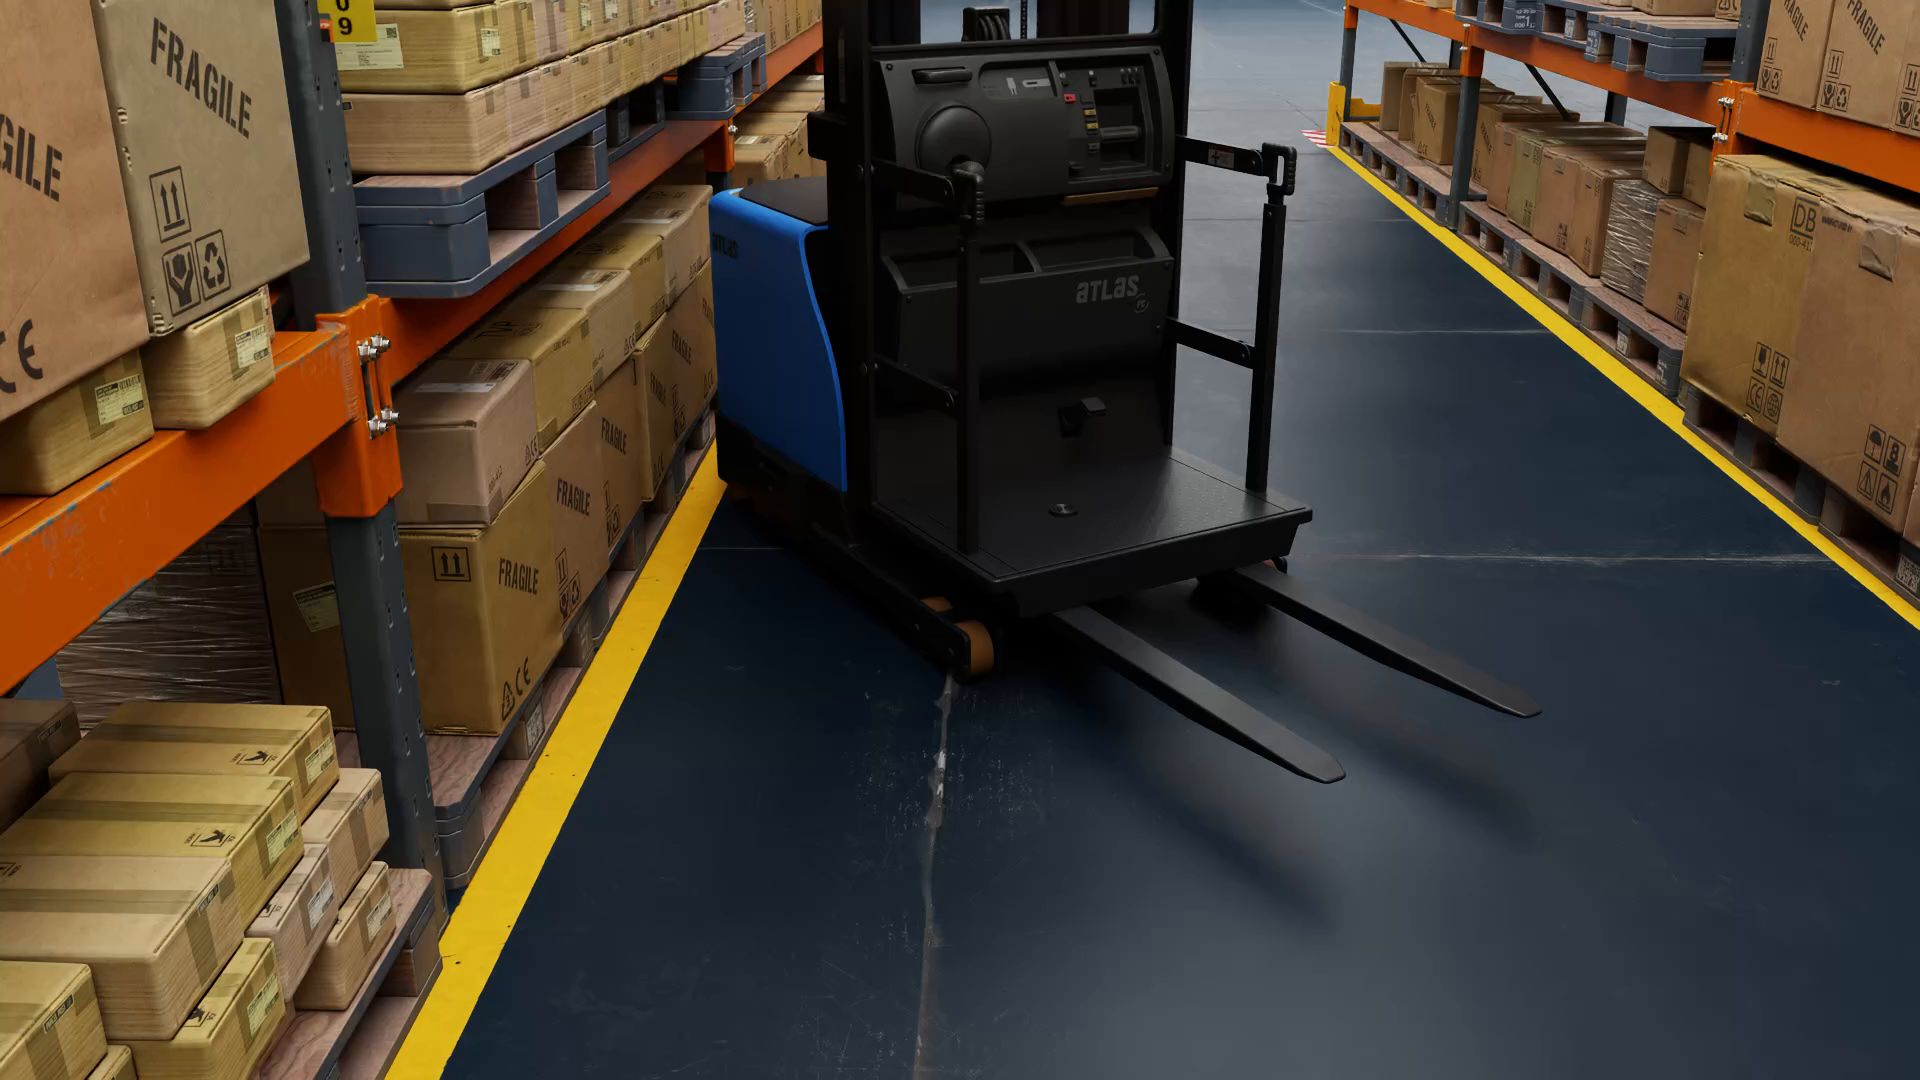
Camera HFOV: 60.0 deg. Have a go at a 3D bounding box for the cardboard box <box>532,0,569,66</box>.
[{"bbox_3d":[-1.081,-1.126,3.640,0.380,0.149,0.250,1,21,3],"label":"cardboard box"}]

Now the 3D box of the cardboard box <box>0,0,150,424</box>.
[{"bbox_3d":[-1.316,-0.404,1.873,0.500,0.500,0.500,0,21,0],"label":"cardboard box"}]

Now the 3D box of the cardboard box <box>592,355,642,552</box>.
[{"bbox_3d":[-1.262,-0.260,4.927,0.500,0.500,0.500,1,21,3],"label":"cardboard box"}]

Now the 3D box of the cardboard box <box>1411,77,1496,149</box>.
[{"bbox_3d":[3.696,-3.194,12.489,0.500,0.500,0.500,3,21,7],"label":"cardboard box"}]

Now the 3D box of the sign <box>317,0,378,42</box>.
[{"bbox_3d":[-1.024,-0.985,2.723,0.100,0.325,0.005,1,21,2],"label":"sign"}]

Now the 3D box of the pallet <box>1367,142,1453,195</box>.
[{"bbox_3d":[3.651,-2.771,12.379,1.003,0.211,1.213,1,21,2],"label":"pallet"}]

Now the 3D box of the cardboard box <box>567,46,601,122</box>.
[{"bbox_3d":[-1.072,-1.082,3.937,0.380,0.149,0.250,1,21,2],"label":"cardboard box"}]

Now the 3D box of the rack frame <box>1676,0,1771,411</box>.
[{"bbox_3d":[3.510,-1.939,6.380,1.000,3.000,0.127,1,21,2],"label":"rack frame"}]

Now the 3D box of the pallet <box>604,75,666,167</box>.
[{"bbox_3d":[-1.464,-1.225,4.804,1.003,0.211,1.213,1,21,2],"label":"pallet"}]

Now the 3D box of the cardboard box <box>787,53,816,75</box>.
[{"bbox_3d":[-1.234,-2.909,11.235,0.875,0.875,0.875,1,21,2],"label":"cardboard box"}]

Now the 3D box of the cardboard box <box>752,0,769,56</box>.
[{"bbox_3d":[-1.148,-2.420,7.482,0.500,0.500,0.500,0,21,1],"label":"cardboard box"}]

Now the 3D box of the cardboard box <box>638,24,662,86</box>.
[{"bbox_3d":[-1.049,-1.363,4.663,0.380,0.149,0.250,0,21,-1],"label":"cardboard box"}]

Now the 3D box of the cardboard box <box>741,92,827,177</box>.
[{"bbox_3d":[-1.285,-2.049,9.194,1.050,0.750,0.750,1,21,2],"label":"cardboard box"}]

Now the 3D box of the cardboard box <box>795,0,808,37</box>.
[{"bbox_3d":[-1.102,-2.966,8.889,0.500,0.500,0.500,1,21,2],"label":"cardboard box"}]

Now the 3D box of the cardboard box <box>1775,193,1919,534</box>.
[{"bbox_3d":[3.433,-0.573,5.216,1.225,0.875,0.875,1,21,2],"label":"cardboard box"}]

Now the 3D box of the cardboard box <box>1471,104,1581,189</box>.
[{"bbox_3d":[3.684,-2.560,10.856,0.500,0.500,0.500,0,21,0],"label":"cardboard box"}]

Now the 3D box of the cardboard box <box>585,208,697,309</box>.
[{"bbox_3d":[-1.208,-0.978,5.740,0.500,0.250,0.500,1,21,2],"label":"cardboard box"}]

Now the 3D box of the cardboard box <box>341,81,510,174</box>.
[{"bbox_3d":[-1.095,-0.800,3.211,0.380,0.149,0.250,0,21,-1],"label":"cardboard box"}]

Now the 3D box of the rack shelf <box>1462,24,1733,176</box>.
[{"bbox_3d":[3.571,-2.327,8.374,1.077,0.370,4.000,1,21,2],"label":"rack shelf"}]

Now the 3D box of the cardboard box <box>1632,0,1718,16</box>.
[{"bbox_3d":[3.403,-2.580,7.314,0.700,0.500,0.500,4,22,10],"label":"cardboard box"}]

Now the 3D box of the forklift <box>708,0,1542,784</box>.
[{"bbox_3d":[0.313,-1.172,4.497,1.130,2.935,3.031,-12,24,-28],"label":"forklift"}]

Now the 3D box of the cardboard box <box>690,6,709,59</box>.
[{"bbox_3d":[-1.028,-1.653,5.409,0.380,0.149,0.250,0,21,1],"label":"cardboard box"}]

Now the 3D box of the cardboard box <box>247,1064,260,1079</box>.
[{"bbox_3d":[-1.273,0.884,2.465,0.380,0.149,0.250,0,21,0],"label":"cardboard box"}]

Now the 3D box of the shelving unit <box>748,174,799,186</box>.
[{"bbox_3d":[-0.614,-0.791,6.117,0.215,1.050,0.252,-12,24,-28],"label":"shelving unit"}]

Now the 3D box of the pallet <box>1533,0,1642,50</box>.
[{"bbox_3d":[3.529,-2.566,8.261,1.003,0.211,1.213,1,21,2],"label":"pallet"}]

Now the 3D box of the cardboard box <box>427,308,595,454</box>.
[{"bbox_3d":[-1.266,-0.421,4.306,0.500,0.250,0.500,1,21,3],"label":"cardboard box"}]

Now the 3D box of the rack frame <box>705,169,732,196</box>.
[{"bbox_3d":[-1.445,-2.030,6.615,1.000,3.000,0.127,1,21,2],"label":"rack frame"}]

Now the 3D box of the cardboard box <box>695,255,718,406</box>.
[{"bbox_3d":[-1.203,-0.820,6.371,0.500,0.500,0.500,1,21,1],"label":"cardboard box"}]

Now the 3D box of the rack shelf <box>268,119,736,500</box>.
[{"bbox_3d":[-1.505,-0.972,4.882,1.077,0.370,4.000,1,21,2],"label":"rack shelf"}]

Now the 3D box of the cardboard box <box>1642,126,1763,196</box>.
[{"bbox_3d":[3.506,-1.763,7.737,0.500,0.250,0.500,3,21,8],"label":"cardboard box"}]

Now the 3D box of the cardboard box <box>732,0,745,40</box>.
[{"bbox_3d":[-1.000,-1.926,6.112,0.380,0.149,0.250,1,21,3],"label":"cardboard box"}]

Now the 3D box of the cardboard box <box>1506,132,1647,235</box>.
[{"bbox_3d":[3.558,-2.031,9.465,0.700,0.500,0.500,1,21,1],"label":"cardboard box"}]

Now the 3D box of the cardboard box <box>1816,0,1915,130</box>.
[{"bbox_3d":[3.210,-1.627,5.436,0.500,0.500,0.500,0,21,0],"label":"cardboard box"}]

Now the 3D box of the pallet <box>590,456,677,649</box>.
[{"bbox_3d":[-1.510,-0.008,5.258,1.003,0.211,1.213,1,21,2],"label":"pallet"}]

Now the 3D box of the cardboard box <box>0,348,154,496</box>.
[{"bbox_3d":[-1.308,-0.171,2.170,0.380,0.149,0.250,1,21,4],"label":"cardboard box"}]

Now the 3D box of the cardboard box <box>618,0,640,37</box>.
[{"bbox_3d":[-1.060,-1.413,4.380,0.380,0.149,0.250,0,21,1],"label":"cardboard box"}]

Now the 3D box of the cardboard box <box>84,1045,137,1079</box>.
[{"bbox_3d":[-1.350,0.812,2.238,0.380,0.149,0.250,1,21,2],"label":"cardboard box"}]

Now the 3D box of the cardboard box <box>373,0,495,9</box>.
[{"bbox_3d":[-1.095,-1.078,3.104,0.380,0.149,0.250,2,21,4],"label":"cardboard box"}]

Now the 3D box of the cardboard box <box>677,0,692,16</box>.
[{"bbox_3d":[-1.034,-1.692,5.099,0.380,0.149,0.250,0,21,1],"label":"cardboard box"}]

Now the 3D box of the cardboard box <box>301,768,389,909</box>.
[{"bbox_3d":[-1.258,0.528,2.971,0.380,0.149,0.250,1,21,3],"label":"cardboard box"}]

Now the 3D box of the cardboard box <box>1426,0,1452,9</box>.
[{"bbox_3d":[3.325,-3.621,11.062,0.380,0.149,0.250,1,21,2],"label":"cardboard box"}]

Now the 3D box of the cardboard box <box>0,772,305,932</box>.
[{"bbox_3d":[-1.285,0.496,2.642,0.380,0.149,0.250,1,21,2],"label":"cardboard box"}]

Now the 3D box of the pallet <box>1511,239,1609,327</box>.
[{"bbox_3d":[3.575,-1.362,8.747,1.003,0.211,1.213,1,21,2],"label":"pallet"}]

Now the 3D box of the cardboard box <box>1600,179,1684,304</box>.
[{"bbox_3d":[3.514,-1.422,7.895,0.700,0.500,0.500,-1,21,-3],"label":"cardboard box"}]

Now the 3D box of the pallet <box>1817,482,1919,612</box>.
[{"bbox_3d":[3.371,0.085,5.018,1.003,0.211,1.213,1,21,2],"label":"pallet"}]
